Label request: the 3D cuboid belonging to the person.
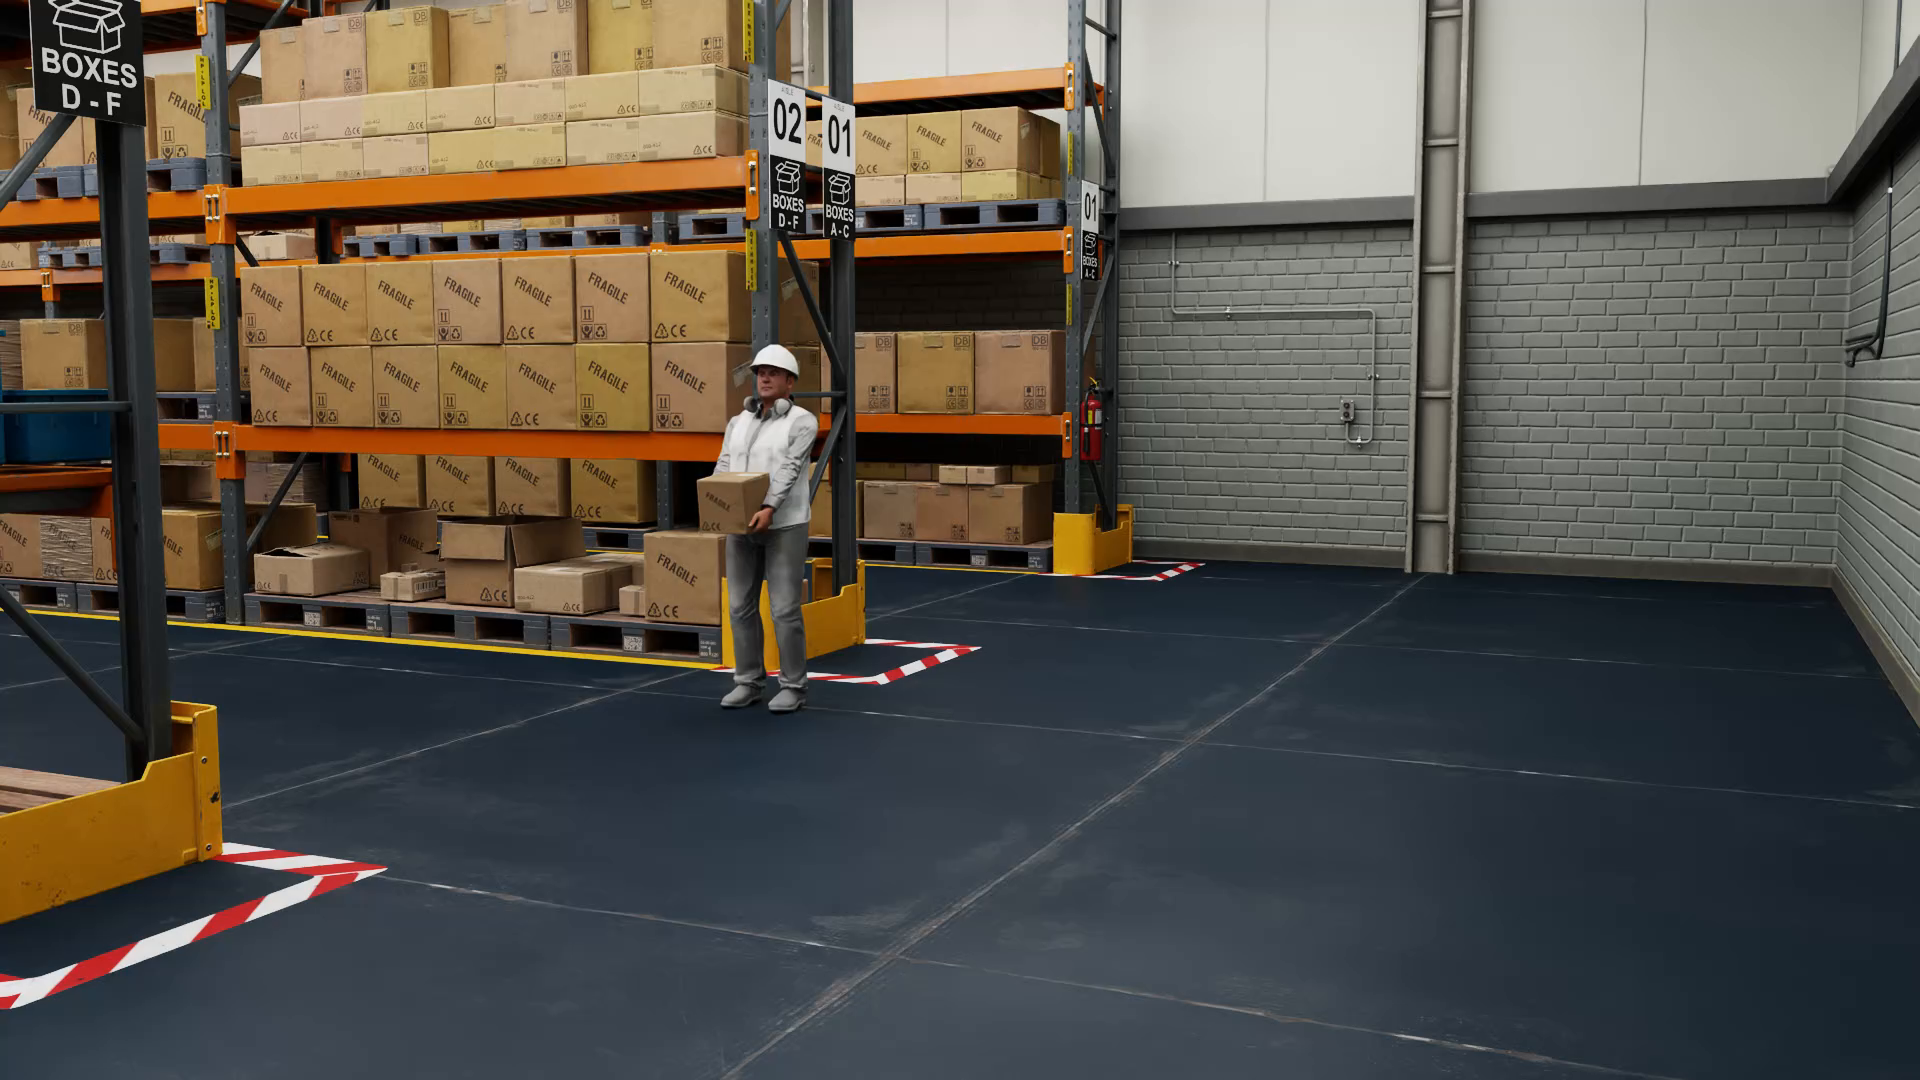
[{"bbox_3d":[-0.969,-0.056,8.013,0.484,1.763,0.549,3,6,25],"label":"person"}]
